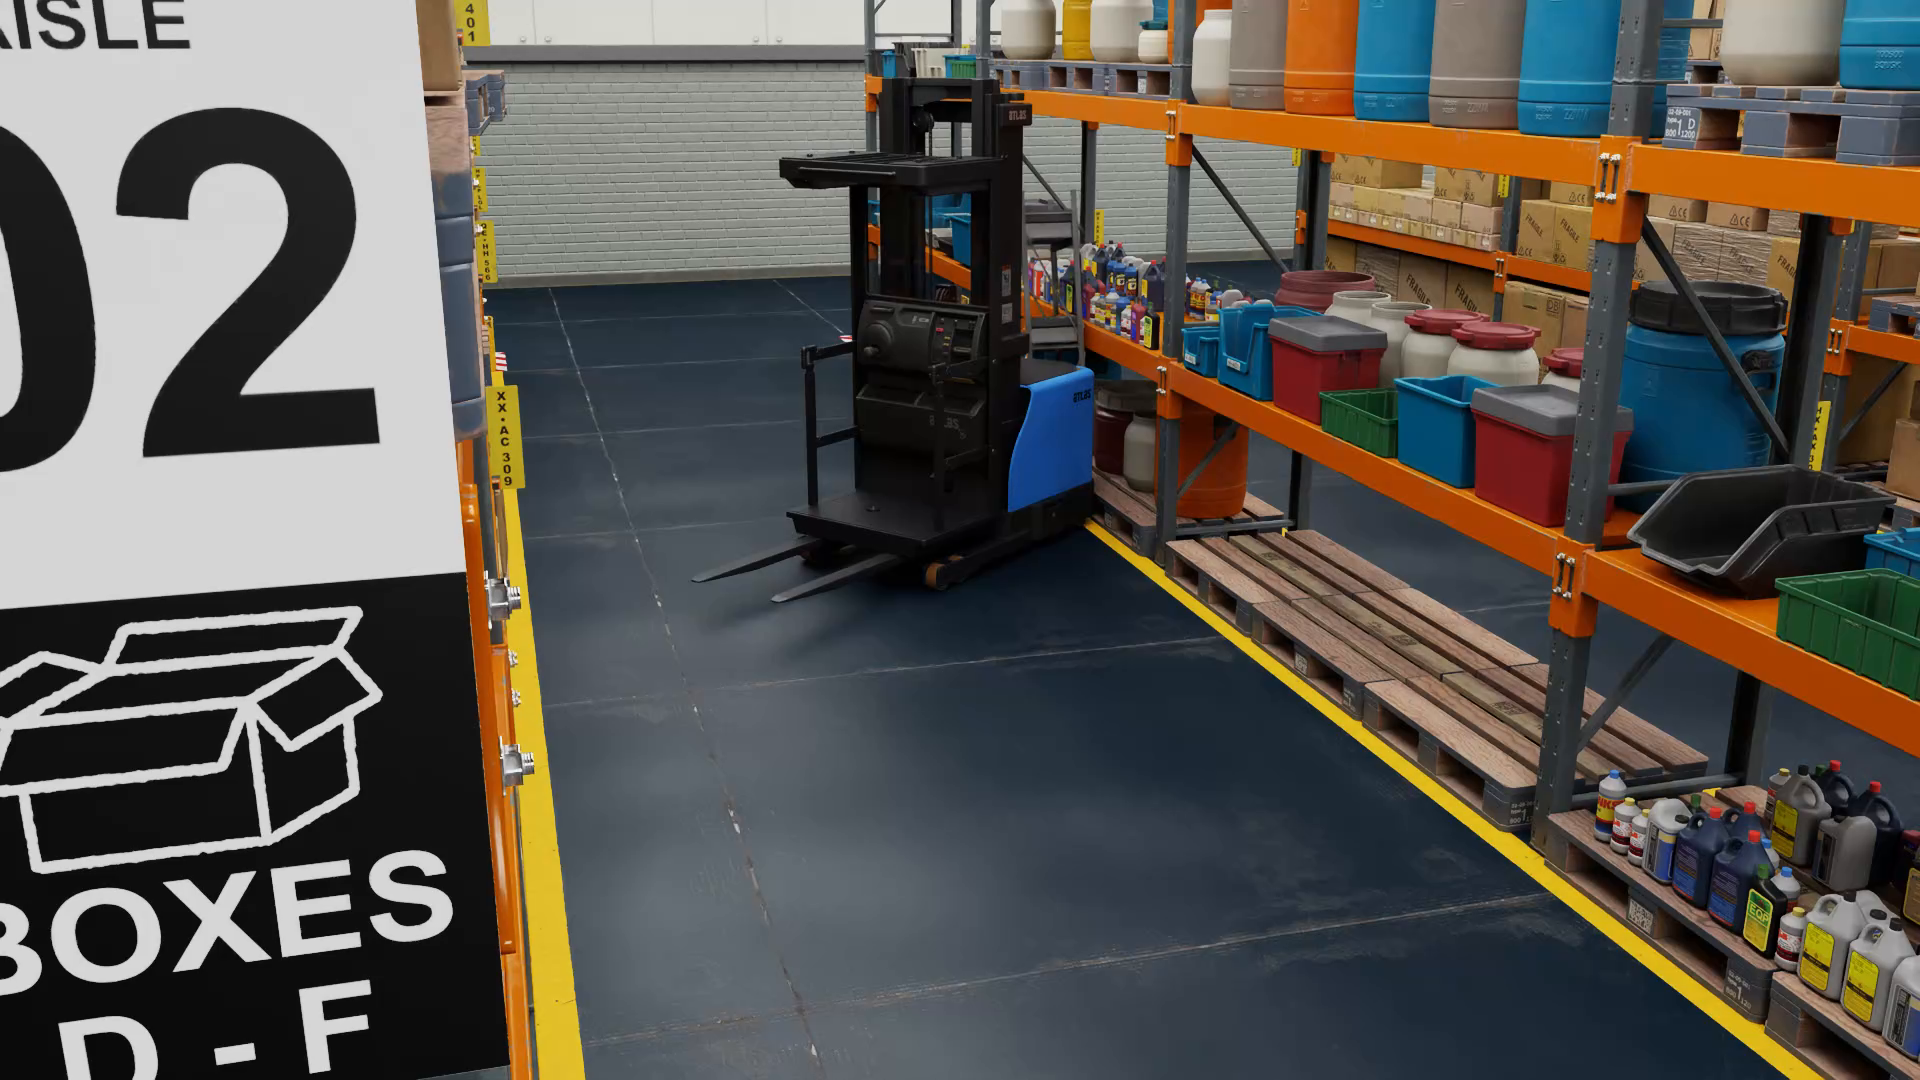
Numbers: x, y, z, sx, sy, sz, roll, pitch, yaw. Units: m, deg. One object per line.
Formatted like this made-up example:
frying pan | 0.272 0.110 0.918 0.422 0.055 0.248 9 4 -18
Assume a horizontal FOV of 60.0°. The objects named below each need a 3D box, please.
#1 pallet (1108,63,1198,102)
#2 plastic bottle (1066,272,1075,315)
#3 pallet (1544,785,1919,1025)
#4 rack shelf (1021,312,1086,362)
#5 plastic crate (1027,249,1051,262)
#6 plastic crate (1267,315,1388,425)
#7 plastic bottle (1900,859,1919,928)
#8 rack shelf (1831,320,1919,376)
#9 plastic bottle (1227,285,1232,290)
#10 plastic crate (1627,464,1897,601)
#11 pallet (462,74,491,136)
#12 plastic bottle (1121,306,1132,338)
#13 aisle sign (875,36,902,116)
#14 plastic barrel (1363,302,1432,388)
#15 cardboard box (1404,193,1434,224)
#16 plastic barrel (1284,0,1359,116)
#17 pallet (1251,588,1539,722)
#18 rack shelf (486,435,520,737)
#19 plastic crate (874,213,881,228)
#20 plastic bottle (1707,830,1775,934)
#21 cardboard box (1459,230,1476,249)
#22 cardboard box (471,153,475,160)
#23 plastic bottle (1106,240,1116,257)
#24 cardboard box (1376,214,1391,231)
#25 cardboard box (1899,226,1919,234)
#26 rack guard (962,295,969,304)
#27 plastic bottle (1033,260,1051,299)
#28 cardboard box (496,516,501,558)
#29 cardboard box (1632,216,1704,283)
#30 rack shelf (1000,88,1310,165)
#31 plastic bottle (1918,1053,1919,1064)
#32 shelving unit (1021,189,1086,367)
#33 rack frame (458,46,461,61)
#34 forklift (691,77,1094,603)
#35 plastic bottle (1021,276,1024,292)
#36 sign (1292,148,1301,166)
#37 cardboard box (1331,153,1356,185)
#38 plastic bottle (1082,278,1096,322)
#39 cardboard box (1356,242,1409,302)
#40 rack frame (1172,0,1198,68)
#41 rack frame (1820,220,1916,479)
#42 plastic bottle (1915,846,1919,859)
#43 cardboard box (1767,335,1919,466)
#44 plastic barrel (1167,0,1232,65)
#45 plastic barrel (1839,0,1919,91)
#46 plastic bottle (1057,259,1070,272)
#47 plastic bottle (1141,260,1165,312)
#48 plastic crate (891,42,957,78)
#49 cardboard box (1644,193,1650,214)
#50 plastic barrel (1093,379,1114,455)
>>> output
pallet | 1.606 -2.881 10.444 1.003 0.211 1.213 -5 17 -15
plastic bottle | 0.799 -1.742 11.741 0.061 0.283 0.133 -5 17 -15
pallet | 2.966 1.315 6.207 1.003 0.211 1.213 -5 17 -15
rack shelf | 0.582 -1.300 11.456 0.431 0.518 0.480 -5 5 -15
plastic crate | 0.632 -2.465 14.298 0.396 0.136 0.243 -5 17 -15
plastic crate | 1.872 -0.875 8.541 0.402 0.464 0.583 -5 17 -15
plastic bottle | 3.325 1.194 5.721 0.061 0.283 0.133 -5 17 -15
rack shelf | 7.034 -0.810 9.684 1.077 0.370 4.000 -5 17 -15
plastic bottle | 1.794 -1.574 11.180 0.061 0.283 0.133 -5 17 -15
plastic crate | 2.843 -0.025 5.929 0.767 0.338 0.504 -5 17 -15
pallet | -2.459 -1.782 6.784 1.003 0.211 1.213 -4 17 -13
plastic bottle | 1.096 -1.423 10.821 0.097 0.201 0.097 0 17 0
aisle sign | -0.782 -4.770 17.100 0.394 0.787 0.004 -5 17 -15
plastic barrel | 2.326 -0.985 8.824 0.421 0.512 0.421 0 17 0
cardboard box | 4.726 -3.270 16.368 0.500 0.250 0.500 -4 17 -14
plastic barrel | 1.919 -2.533 8.210 0.600 0.830 0.708 -5 17 -15
pallet | 2.229 0.574 8.675 1.003 0.211 1.213 -5 17 -15
rack shelf | -2.492 -0.028 7.080 1.077 0.370 4.000 -5 17 -15
plastic crate | -0.717 -3.242 16.884 0.250 0.136 0.298 -5 17 -15
plastic bottle | 2.696 1.157 5.727 0.144 0.351 0.185 -5 18 -18
cardboard box | 4.915 -2.823 15.574 0.380 0.149 0.250 -4 17 -14
cardboard box | -4.142 -2.854 13.326 0.500 0.500 0.500 -5 18 -17
plastic bottle | 1.190 -2.170 13.049 0.144 0.351 0.185 -5 17 -15
cardboard box | 4.490 -3.250 16.995 0.380 0.149 0.250 -5 17 -17
cardboard box | 9.702 -3.181 16.764 0.380 0.149 0.250 -5 17 -17
rack guard | -0.496 -2.337 17.864 1.175 0.500 0.348 -5 17 -15
plastic bottle | 0.638 -1.949 12.441 0.152 0.276 0.135 -5 17 -15
cardboard box | -2.661 0.047 8.655 0.500 0.311 0.500 -4 17 -14
cardboard box | 5.694 -2.295 13.204 0.500 0.500 0.500 -4 17 -14
rack shelf | 1.172 -2.961 11.632 1.077 0.370 4.000 -5 17 -15
plastic bottle | 2.951 1.446 4.895 0.152 0.276 0.135 -5 17 -15
shelving unit | 0.581 -1.313 11.455 0.431 2.100 0.503 -5 5 -15
rack frame | -4.141 -4.905 11.639 1.000 3.000 0.127 -5 17 -15
forklift | -0.367 -1.259 10.048 1.130 2.935 3.031 12 20 34
plastic bottle | 0.516 -2.007 12.764 0.097 0.201 0.097 0 17 0
sign | 3.750 -4.331 18.513 0.100 0.325 0.005 -5 17 -15
cardboard box | 4.295 -4.058 17.686 0.500 0.500 0.500 -5 17 -17
plastic bottle | 0.886 -1.654 11.448 0.061 0.283 0.133 -5 17 -15
cardboard box | 4.788 -2.681 17.628 0.875 0.875 0.875 -5 17 -15
rack frame | 1.722 -4.189 9.256 1.000 3.000 0.127 -5 17 -15
rack frame | 6.484 -1.707 11.422 1.000 3.000 0.127 -5 17 -15
plastic bottle | 3.417 1.146 5.762 0.144 0.351 0.185 -5 17 -16
cardboard box | 6.314 -1.084 12.308 1.225 0.875 0.875 -6 18 -18
plastic barrel | 1.569 -3.317 10.088 0.600 0.830 0.708 -5 17 -15
plastic barrel | 2.992 -1.803 4.927 0.600 0.901 0.708 -5 17 -15
plastic bottle | 0.784 -1.961 12.481 0.152 0.276 0.135 -5 17 -15
plastic bottle | 1.383 -1.816 11.871 0.144 0.351 0.185 -5 17 -15
plastic crate | -0.321 -4.491 15.584 0.504 0.338 0.767 -5 17 -15
cardboard box | 5.746 -2.975 13.726 0.797 0.503 0.637 -5 17 -15
plastic barrel | 1.020 -0.921 12.399 0.421 0.512 0.421 0 17 0
